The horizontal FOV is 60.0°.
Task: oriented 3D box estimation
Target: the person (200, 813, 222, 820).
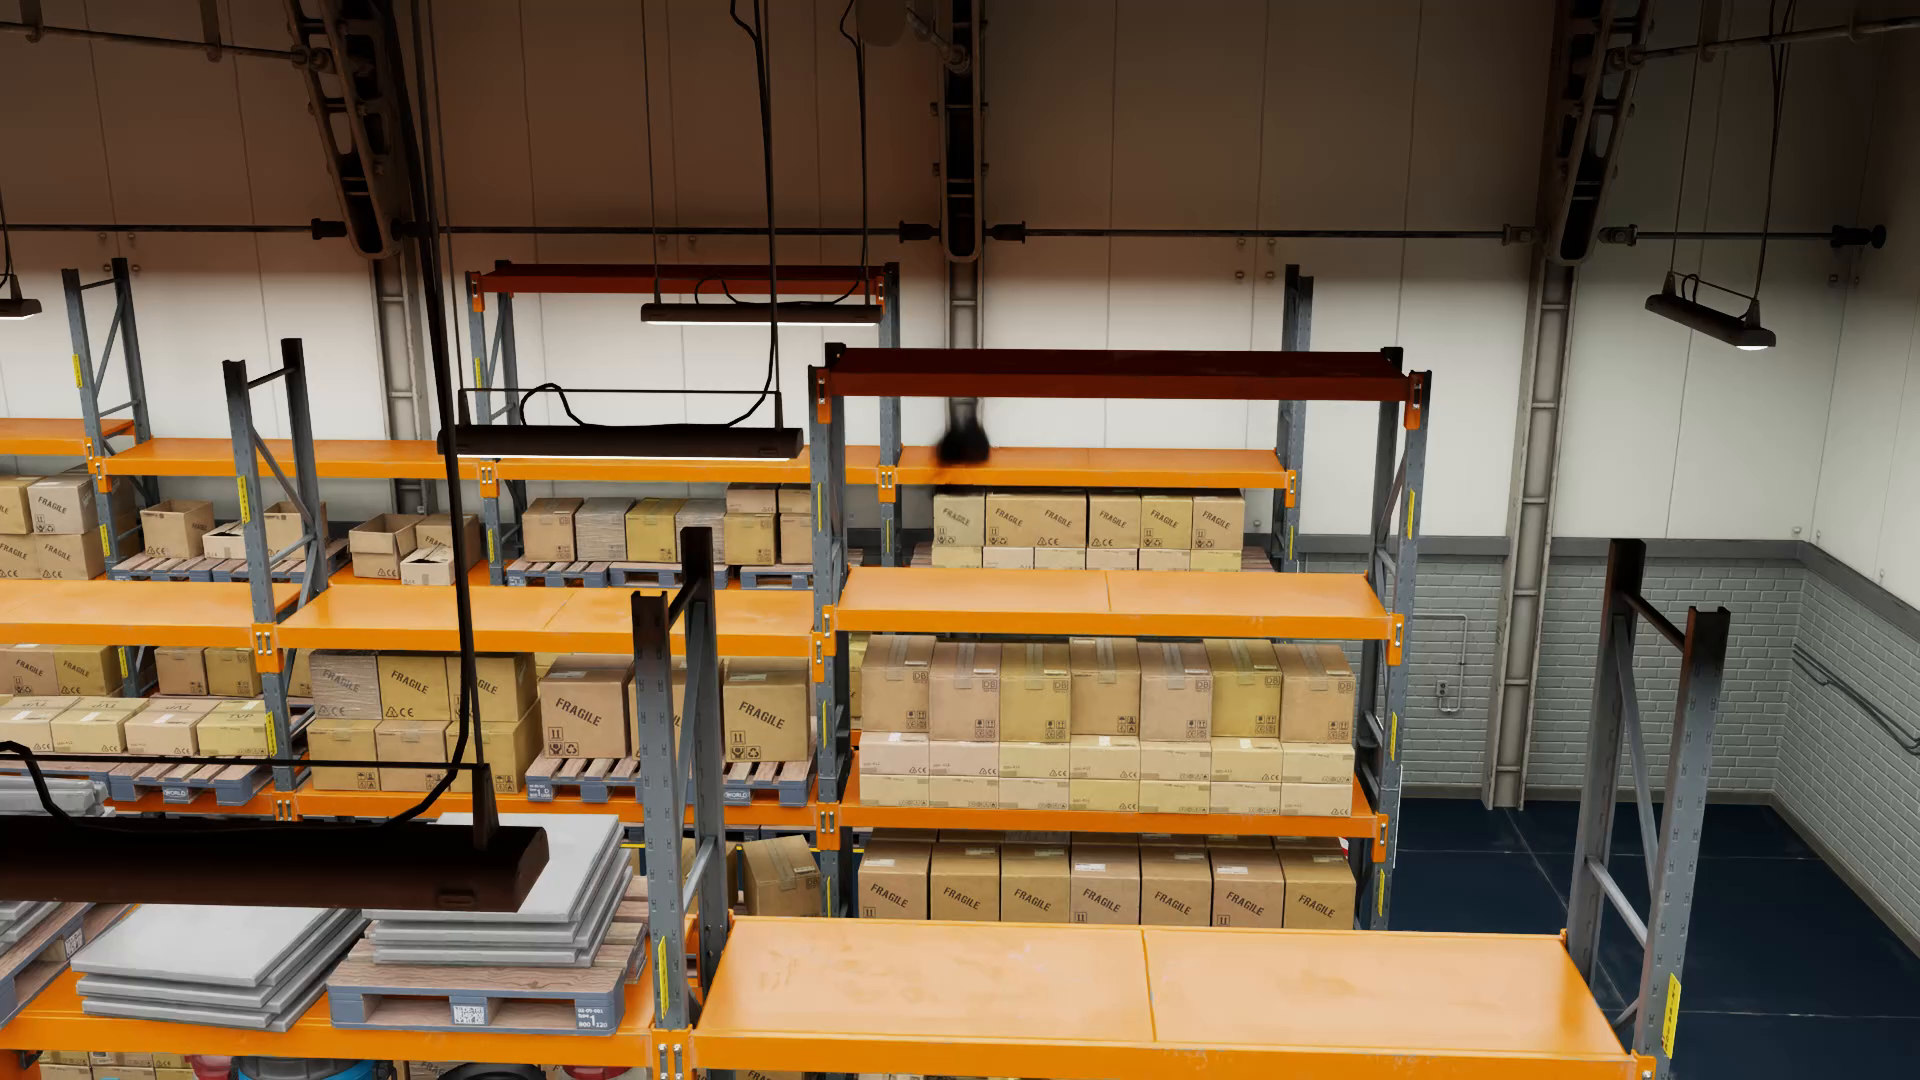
[{"bbox_3d":[-6.460,3.169,14.812,0.466,1.667,0.650,12,20,36],"label":"person"}]
